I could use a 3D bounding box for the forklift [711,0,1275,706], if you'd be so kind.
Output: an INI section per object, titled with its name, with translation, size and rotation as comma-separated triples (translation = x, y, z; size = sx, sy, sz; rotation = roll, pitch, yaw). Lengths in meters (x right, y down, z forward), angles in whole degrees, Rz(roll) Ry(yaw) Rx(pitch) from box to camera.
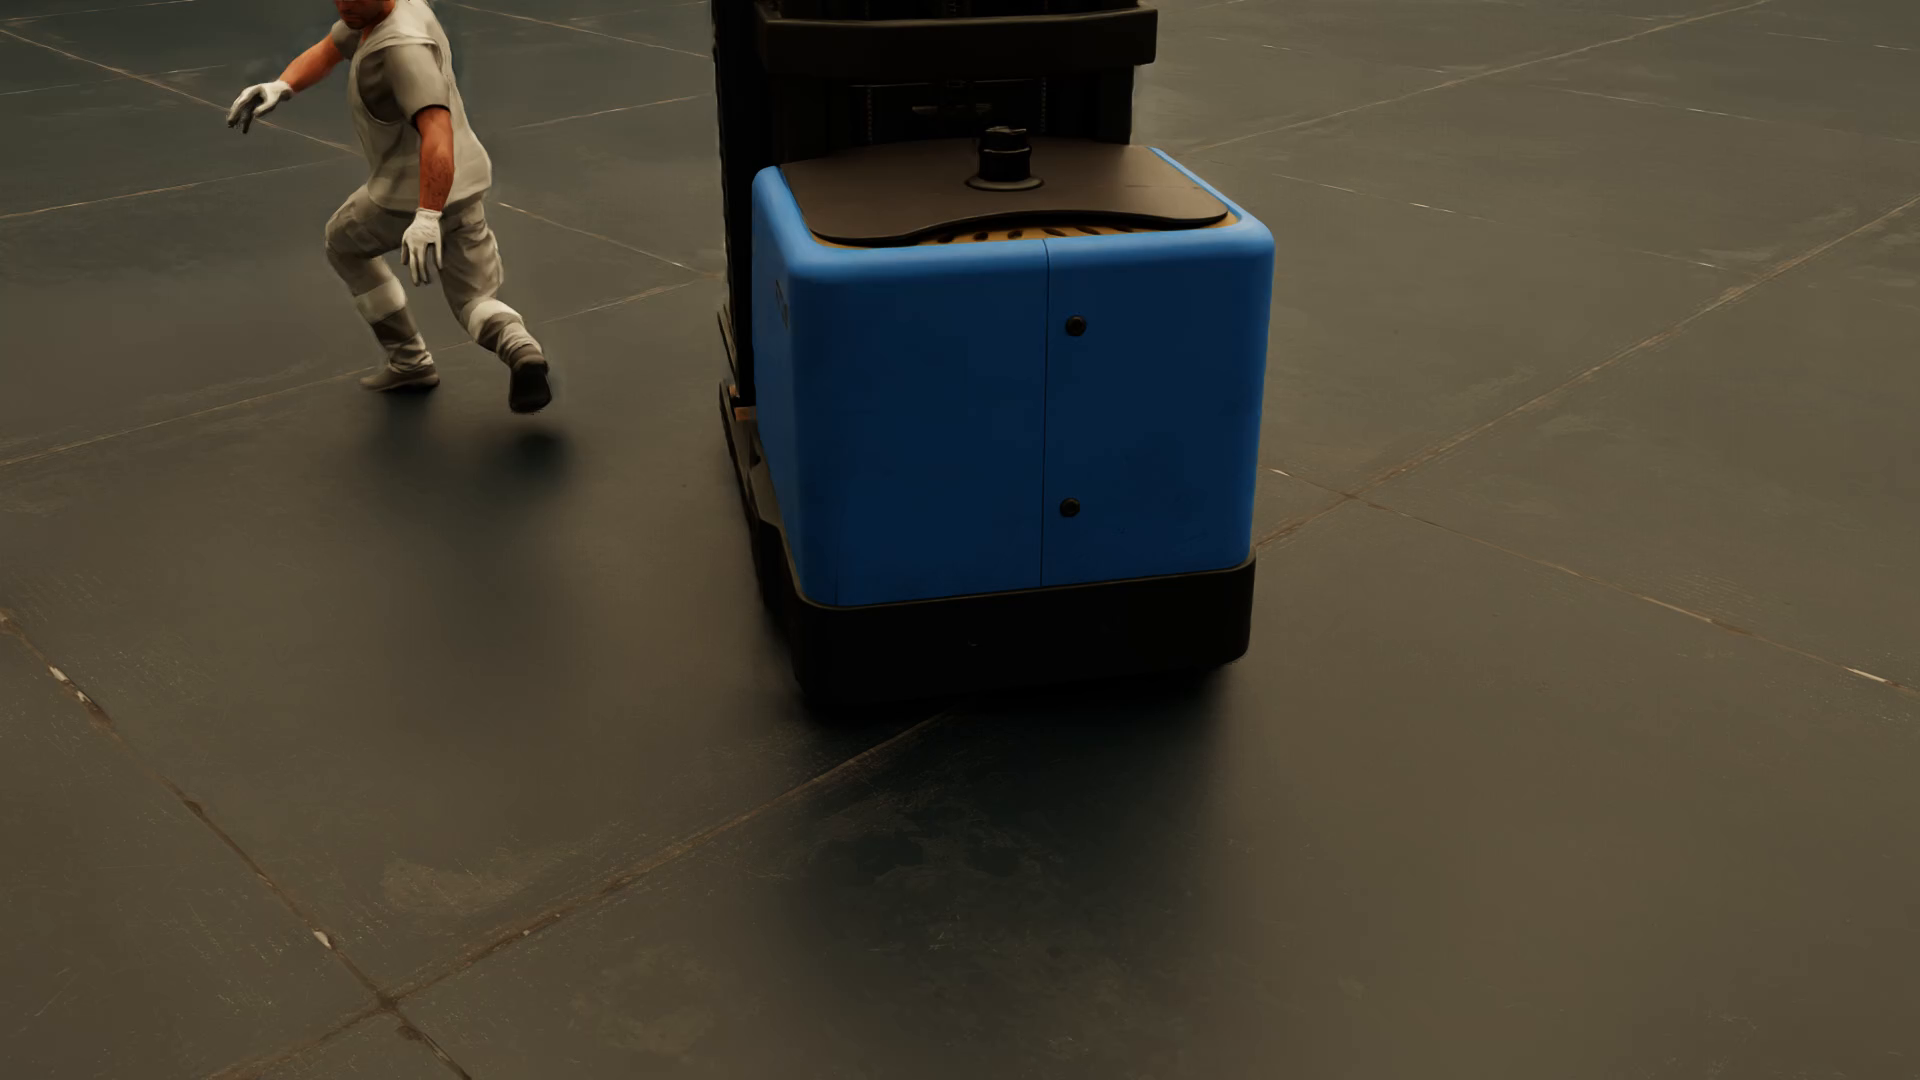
[forklift]
translation = -0.137, -1.580, 4.435
size = 1.130, 2.935, 3.031
rotation = -5, 27, -11

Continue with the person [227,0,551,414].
[person]
translation = -1.689, -1.081, 5.083
size = 0.952, 1.542, 0.685
rotation = 12, 29, 23
